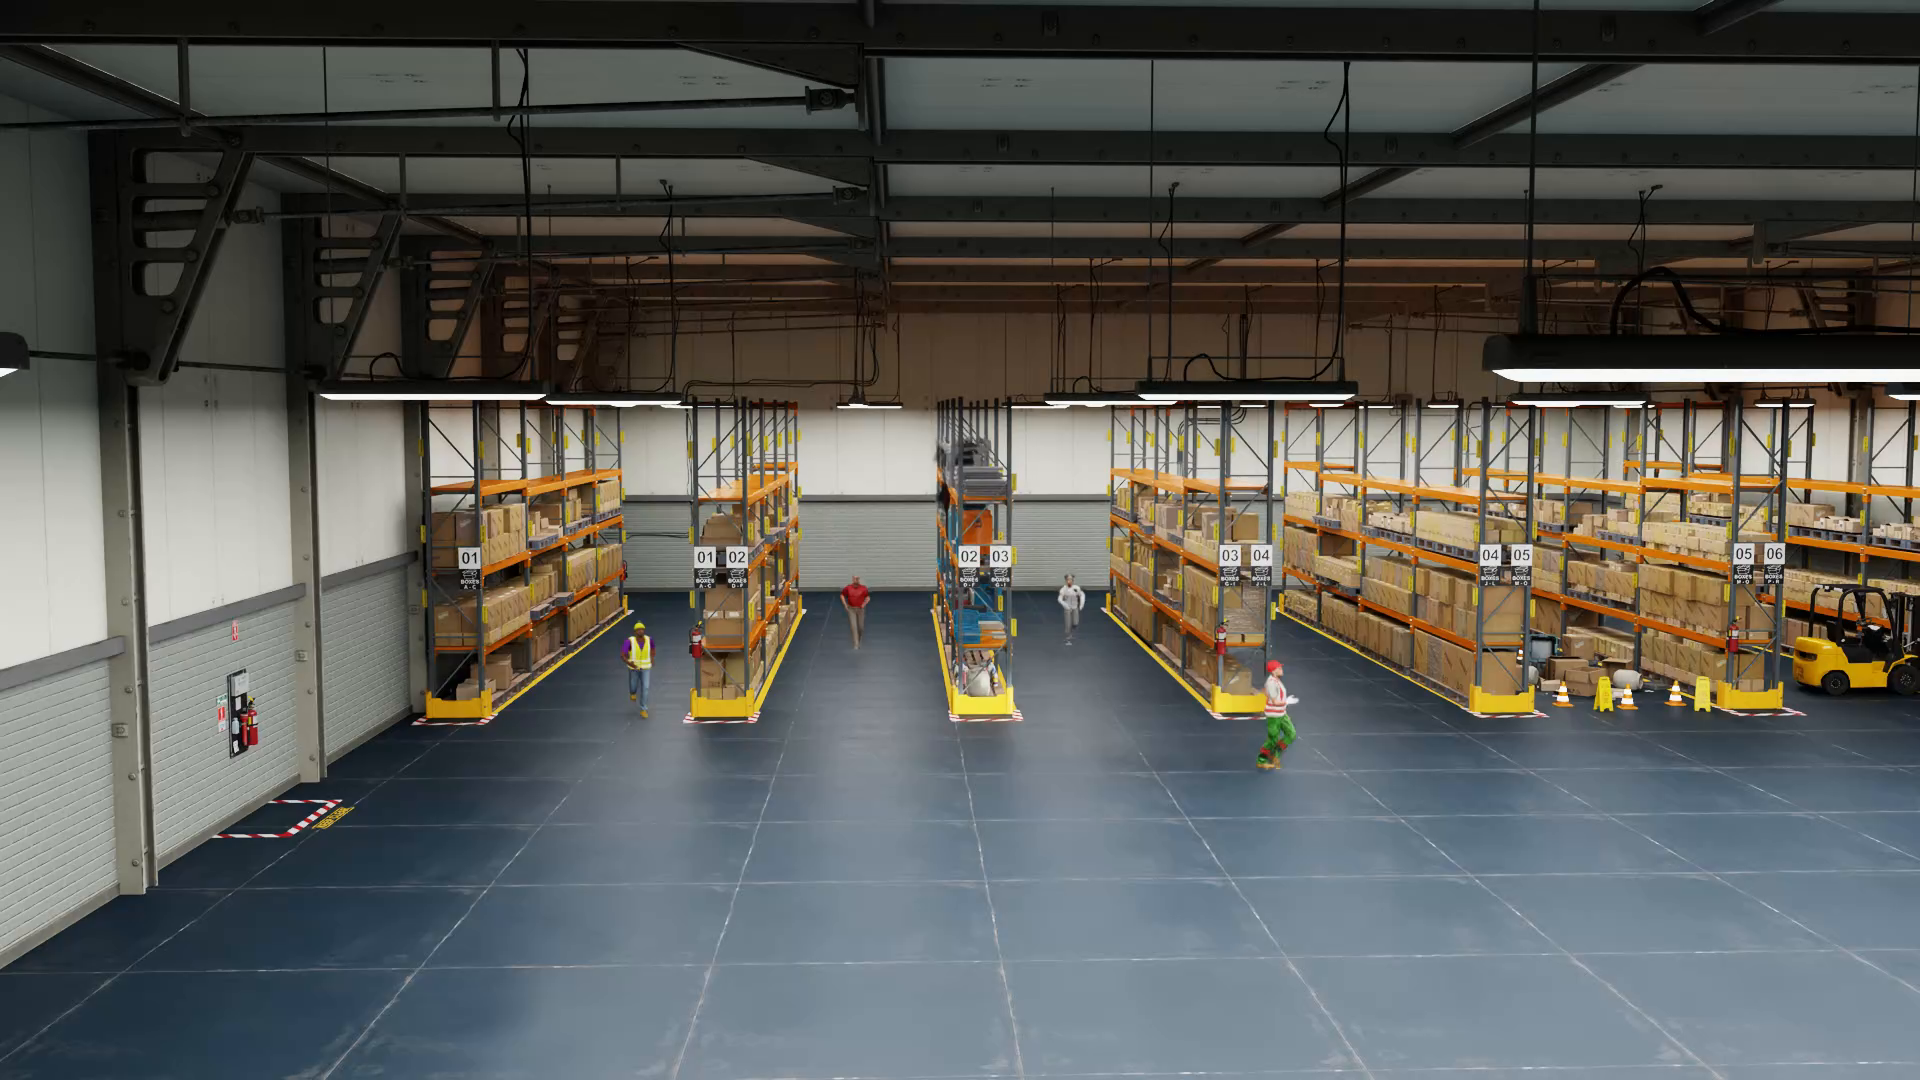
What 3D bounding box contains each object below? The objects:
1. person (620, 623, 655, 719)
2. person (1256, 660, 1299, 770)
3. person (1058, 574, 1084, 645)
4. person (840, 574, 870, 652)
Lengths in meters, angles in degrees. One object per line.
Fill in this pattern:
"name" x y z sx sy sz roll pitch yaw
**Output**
"person" -6.087 2.439 31.495 0.672 1.757 1.091 -1 5 -16
"person" 5.053 2.790 26.427 0.675 1.774 0.650 2 5 26
"person" 2.602 1.621 38.761 0.642 1.677 0.592 0 4 -2
"person" -2.385 1.660 38.015 0.671 1.758 0.689 -1 4 -9
